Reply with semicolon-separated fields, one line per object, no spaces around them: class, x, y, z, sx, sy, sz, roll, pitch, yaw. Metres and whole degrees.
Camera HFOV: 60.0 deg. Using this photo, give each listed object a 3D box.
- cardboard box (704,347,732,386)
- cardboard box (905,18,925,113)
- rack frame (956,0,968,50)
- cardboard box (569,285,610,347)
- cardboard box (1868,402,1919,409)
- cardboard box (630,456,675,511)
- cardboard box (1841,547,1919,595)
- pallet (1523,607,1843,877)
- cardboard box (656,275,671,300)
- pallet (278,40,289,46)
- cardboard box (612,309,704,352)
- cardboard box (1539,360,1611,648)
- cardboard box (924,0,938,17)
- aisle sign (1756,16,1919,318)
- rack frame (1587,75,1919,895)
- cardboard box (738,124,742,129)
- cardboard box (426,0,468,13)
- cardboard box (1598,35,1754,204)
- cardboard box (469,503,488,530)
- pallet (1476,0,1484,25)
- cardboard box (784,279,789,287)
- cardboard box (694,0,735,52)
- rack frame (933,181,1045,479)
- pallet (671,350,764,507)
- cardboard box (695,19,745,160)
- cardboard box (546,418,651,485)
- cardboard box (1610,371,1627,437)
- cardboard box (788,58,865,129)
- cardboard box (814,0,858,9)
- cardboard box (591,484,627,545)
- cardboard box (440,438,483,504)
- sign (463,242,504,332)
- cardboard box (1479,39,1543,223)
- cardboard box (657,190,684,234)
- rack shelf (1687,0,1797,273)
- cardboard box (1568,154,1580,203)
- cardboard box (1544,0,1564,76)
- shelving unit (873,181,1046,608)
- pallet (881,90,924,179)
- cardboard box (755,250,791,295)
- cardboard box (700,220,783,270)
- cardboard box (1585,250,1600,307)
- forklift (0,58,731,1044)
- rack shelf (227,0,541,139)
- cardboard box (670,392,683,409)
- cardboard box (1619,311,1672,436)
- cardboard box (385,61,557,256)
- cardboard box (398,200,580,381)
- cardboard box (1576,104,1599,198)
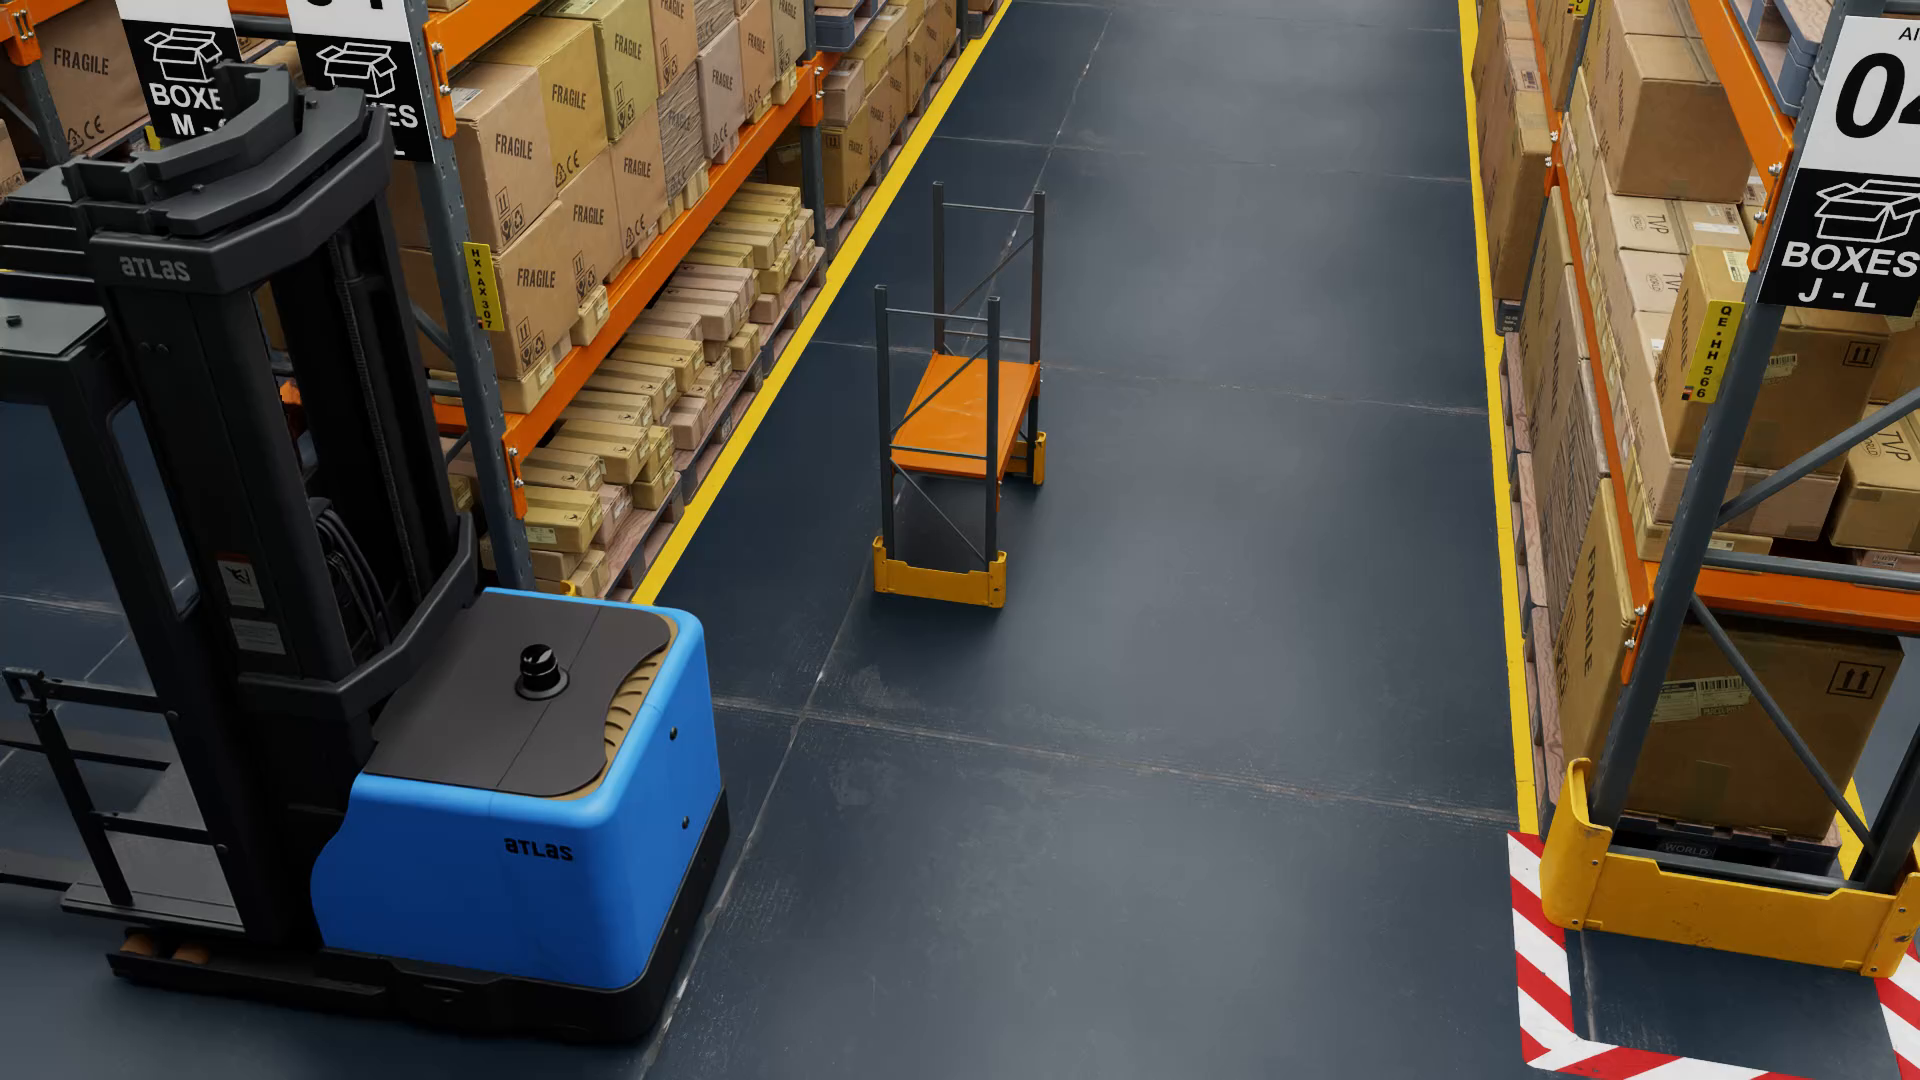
cardboard box;-1.386;-0.880;8.480;0.380;0.149;0.250;8;37;11
cardboard box;-0.535;-3.305;11.527;0.500;0.500;0.500;6;36;8
rack frame;-0.439;-5.160;12.313;1.000;3.000;0.127;7;37;10
cardboard box;-1.634;-0.915;6.670;0.380;0.149;0.250;6;36;9
cardboard box;3.147;-0.494;5.749;0.500;0.250;0.500;7;37;9
cardboard box;-1.539;-0.286;7.660;0.380;0.149;0.250;8;37;11
cardboard box;3.075;0.046;5.345;0.380;0.149;0.250;8;37;10
pallet;2.771;0.767;6.512;1.003;0.211;1.213;7;37;10
cardboard box;-1.727;-1.380;8.916;0.380;0.149;0.250;6;36;8
pallet;-5.538;-4.151;13.297;1.003;0.211;1.213;7;37;10
cardboard box;-1.482;-1.001;8.140;0.380;0.149;0.250;7;37;10
cardboard box;2.929;-0.102;6.788;0.875;0.875;0.875;7;37;10
cardboard box;-0.426;-3.906;11.716;0.500;0.250;0.500;8;37;11
aisle sign;2.368;-0.943;4.280;0.394;0.787;0.004;7;37;10
rack frame;2.677;0.106;5.047;1.000;3.000;0.127;7;37;10
cardboard box;-1.311;-2.126;8.341;0.380;0.149;0.250;6;36;9
cardboard box;-1.802;-1.953;5.460;0.500;0.250;0.500;9;37;12
cardboard box;2.960;-1.728;6.813;0.500;0.500;0.500;6;36;8
cardboard box;-2.205;-0.191;7.276;0.380;0.149;0.250;6;36;9
pallet;4.816;-4.496;13.774;1.003;0.211;1.213;7;37;10
cardboard box;-1.181;-1.476;9.302;0.380;0.149;0.250;8;37;11
cardboard box;-1.358;-2.540;7.508;0.500;0.500;0.500;8;37;11
rack frame;0.127;-0.948;7.779;0.500;1.500;0.032;7;37;10
pallet;-1.660;-0.647;8.462;1.003;0.211;1.213;7;37;10
cardboard box;-1.340;-2.132;7.797;0.500;0.500;0.500;7;37;10
cardboard box;-1.583;-0.389;7.296;0.380;0.149;0.250;7;37;10
cardboard box;2.594;-0.474;6.062;0.380;0.149;0.250;8;37;11
cardboard box;-0.877;-2.719;10.078;0.500;0.250;0.500;6;36;8
cardboard box;-0.760;-3.103;9.332;0.380;0.149;0.250;6;36;8
cardboard box;-1.671;-0.128;7.188;0.380;0.149;0.250;7;37;10
cardboard box;-2.172;-0.302;7.175;0.380;0.149;0.250;8;37;11
sign;-1.617;-0.856;5.637;0.100;0.325;0.005;7;37;10
cardboard box;3.838;-2.379;9.928;1.225;0.875;0.875;6;36;8
cardboard box;-1.475;-1.517;7.501;0.380;0.149;0.250;9;37;12
rack shelf;3.104;-1.964;5.960;1.077;0.370;4.000;7;37;10
cardboard box;3.031;-1.656;7.692;0.380;0.149;0.250;8;37;11
cardboard box;3.476;-2.813;8.990;0.500;0.500;0.500;8;37;11
shelving unit;0.016;-0.651;7.370;0.587;1.500;1.083;7;37;10
pallet;-0.870;-2.886;11.552;1.003;0.211;1.213;7;37;10
cardboard box;-1.135;-1.470;9.040;0.380;0.149;0.250;6;36;8
cardboard box;-1.177;-1.592;8.955;0.380;0.149;0.250;7;37;10
cardboard box;2.811;-1.064;6.875;0.380;0.149;0.250;6;36;9
forklift;-2.415;0.041;5.196;3.031;2.935;1.130;6;36;8
rack shelf;-1.720;-2.643;6.898;1.077;0.370;4.000;7;37;10
cardboard box;-1.563;-0.737;8.029;0.380;0.149;0.250;9;37;12
cardboard box;2.630;-0.555;5.835;0.500;0.250;0.500;7;36;9
cardboard box;-1.792;-1.363;5.884;0.500;0.500;0.500;7;37;10
cardboard box;-1.782;-0.957;6.176;0.500;0.500;0.500;9;37;12
cardboard box;3.064;-1.726;7.449;0.500;0.250;0.500;7;37;10
